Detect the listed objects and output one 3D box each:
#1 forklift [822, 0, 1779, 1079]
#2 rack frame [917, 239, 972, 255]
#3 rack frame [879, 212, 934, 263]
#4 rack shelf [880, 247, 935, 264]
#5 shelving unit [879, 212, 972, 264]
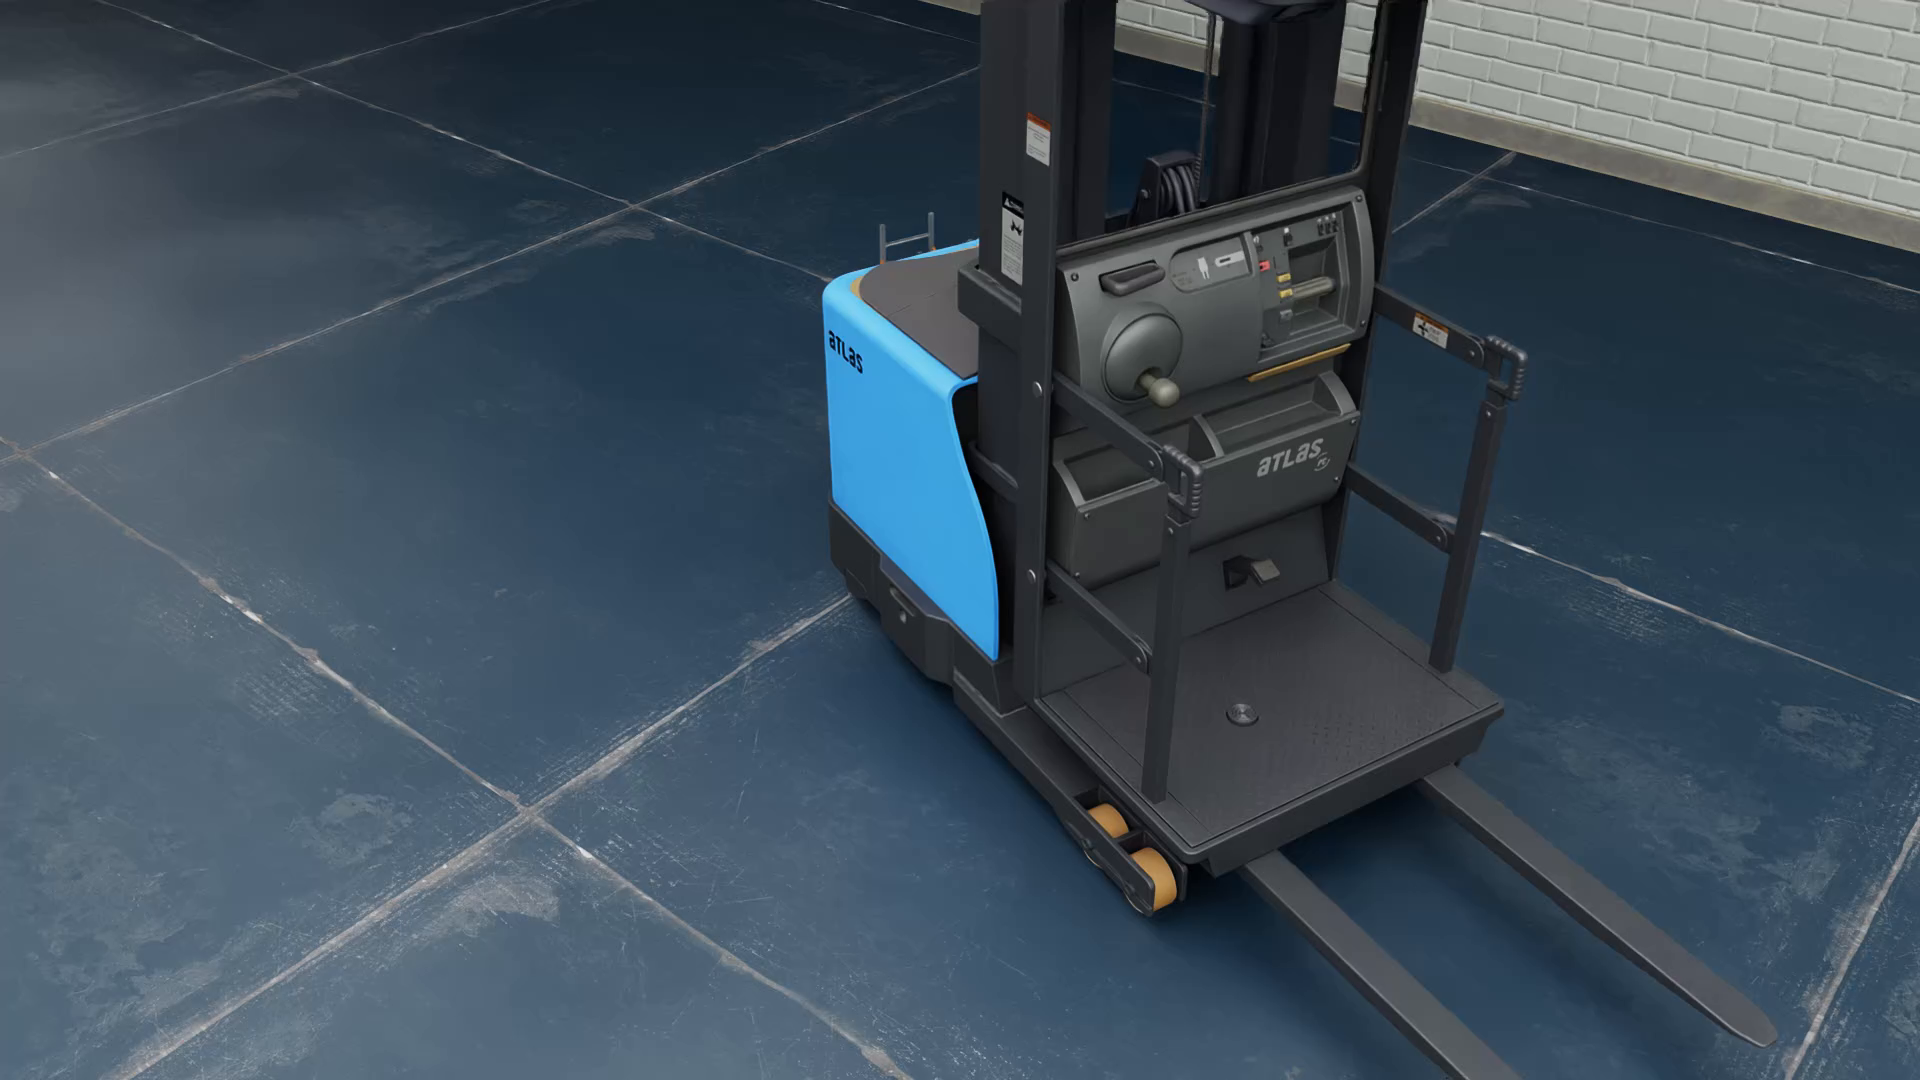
[{"bbox_3d":[0.767,-0.541,3.949,1.130,2.935,3.031,-19,39,-26],"label":"forklift"},{"bbox_3d":[-0.048,-0.495,5.543,0.200,1.050,0.008,-19,39,-25],"label":"rack frame"},{"bbox_3d":[-0.174,-0.613,5.715,0.200,1.050,0.008,-19,39,-25],"label":"rack frame"},{"bbox_3d":[-0.111,-0.779,5.475,0.215,0.259,0.240,-19,39,-25],"label":"rack shelf"},{"bbox_3d":[-0.111,-0.554,5.629,0.215,1.050,0.252,-19,39,-25],"label":"shelving unit"}]
